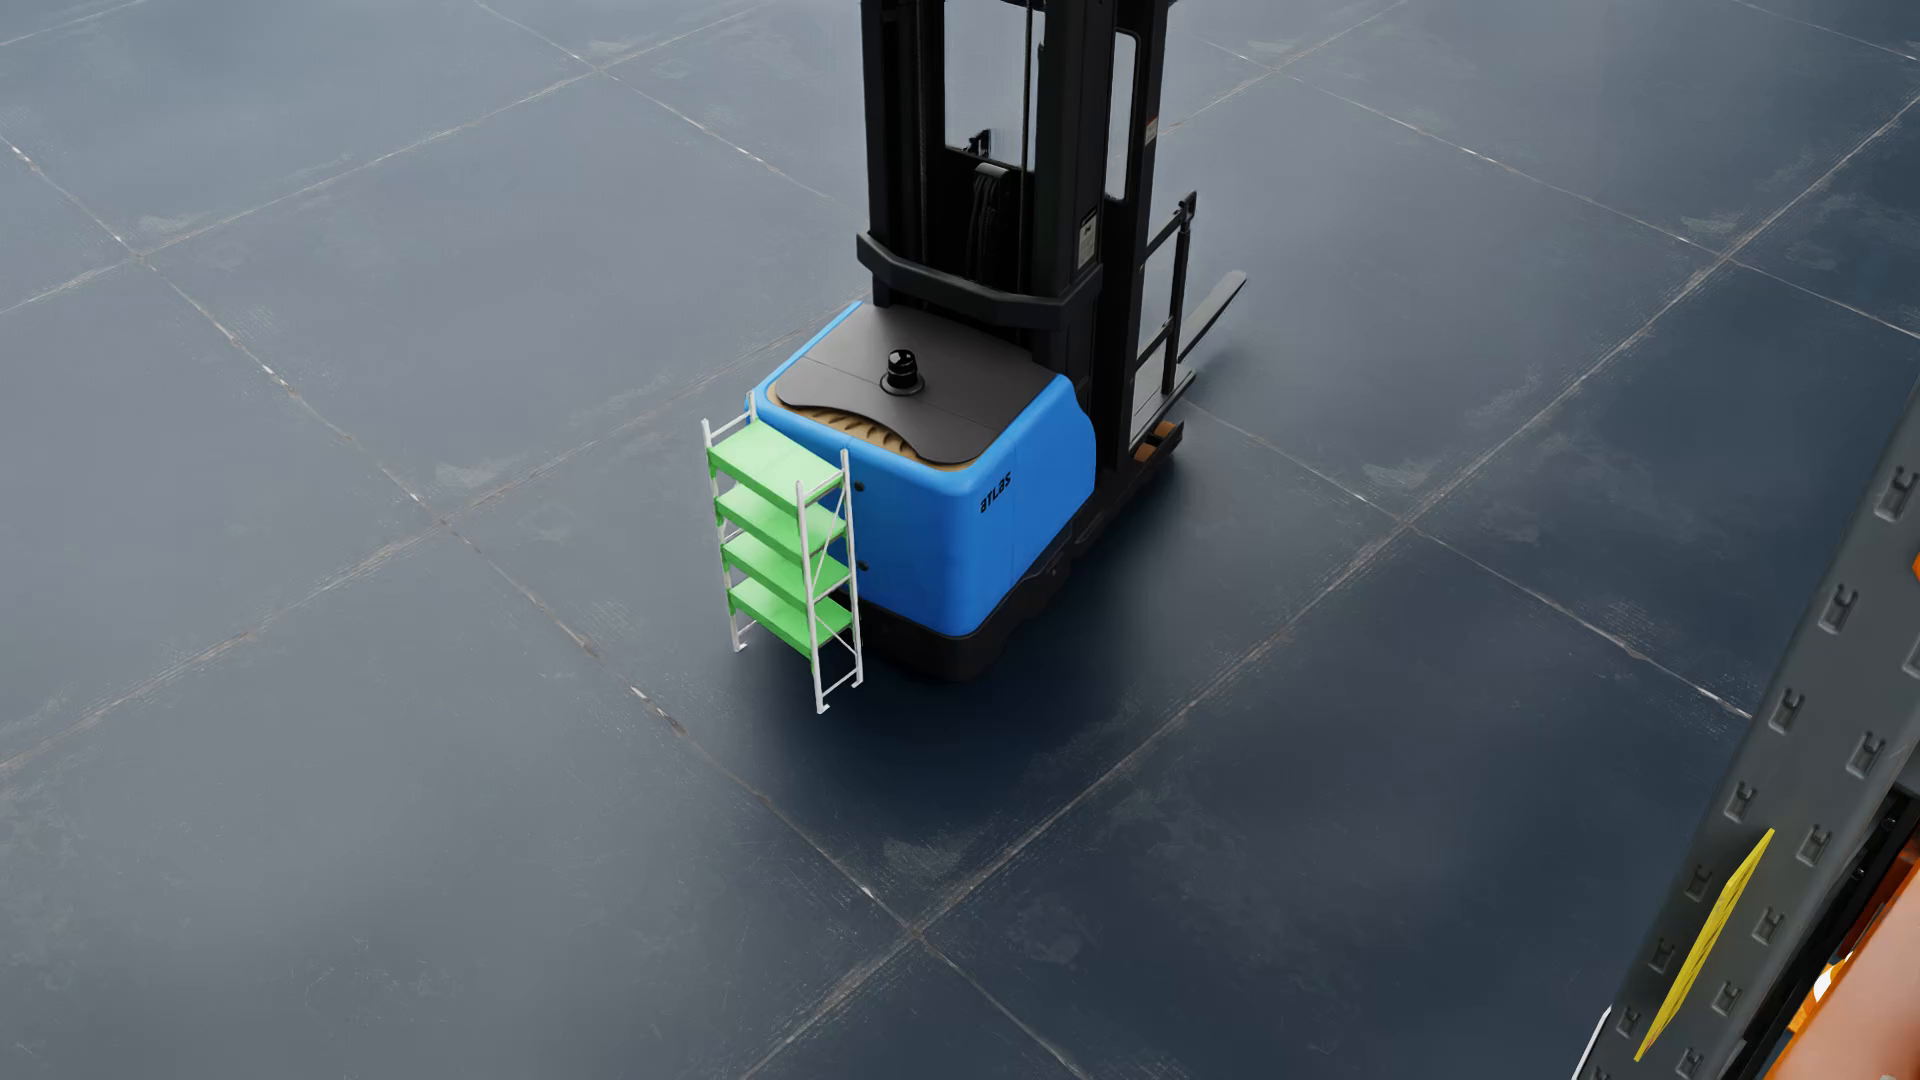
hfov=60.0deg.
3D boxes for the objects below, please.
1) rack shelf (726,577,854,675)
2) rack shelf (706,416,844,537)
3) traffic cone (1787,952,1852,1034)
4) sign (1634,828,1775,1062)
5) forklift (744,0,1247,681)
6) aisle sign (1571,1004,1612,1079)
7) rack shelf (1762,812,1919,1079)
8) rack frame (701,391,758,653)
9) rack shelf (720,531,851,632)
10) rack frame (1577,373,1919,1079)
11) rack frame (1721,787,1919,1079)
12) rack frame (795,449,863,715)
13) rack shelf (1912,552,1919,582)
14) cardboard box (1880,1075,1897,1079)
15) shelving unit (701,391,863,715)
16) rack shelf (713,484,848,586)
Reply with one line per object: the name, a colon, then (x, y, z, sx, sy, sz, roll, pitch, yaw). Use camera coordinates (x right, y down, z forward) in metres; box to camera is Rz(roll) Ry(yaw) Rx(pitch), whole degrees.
rack shelf: (-0.654, 0.292, 6.496, 0.480, 0.148, 0.258, 32, 52, 30)
rack shelf: (-0.658, -0.234, 6.005, 0.480, 0.148, 0.258, 32, 52, 30)
traffic cone: (2.917, 1.412, 5.381, 0.336, 0.463, 0.334, -34, 53, -31)
sign: (0.770, 0.425, 1.726, 0.100, 0.325, 0.005, -34, 53, -31)
forklift: (0.368, -1.501, 6.714, 1.130, 2.935, 3.031, 23, 47, 23)
aisle sign: (0.891, 0.752, 2.311, 0.394, 0.787, 0.004, -34, 53, -31)
rack shelf: (2.567, 1.711, 1.508, 1.077, 0.370, 4.000, -34, 53, -31)
rack frame: (-0.835, -0.043, 6.410, 0.015, 1.200, 0.240, 32, 52, 30)
rack shelf: (-0.655, 0.116, 6.333, 0.480, 0.148, 0.258, 32, 52, 30)
rack frame: (1.154, -0.616, 1.286, 1.000, 3.000, 0.127, -34, 53, -31)
rack frame: (1.154, 1.587, 3.322, 1.000, 3.000, 0.127, -34, 53, -31)
rack frame: (-0.476, 0.182, 6.167, 0.015, 1.200, 0.240, 32, 52, 30)
rack shelf: (2.567, 0.611, 0.491, 1.077, 0.370, 4.000, -34, 53, -31)
cardboard box: (1.159, 0.893, 2.048, 0.380, 0.149, 0.250, -34, 53, -31)
shelving unit: (-0.656, 0.070, 6.289, 0.503, 1.200, 0.258, 32, 52, 30)
rack shelf: (-0.657, -0.059, 6.169, 0.480, 0.148, 0.258, 32, 52, 30)
